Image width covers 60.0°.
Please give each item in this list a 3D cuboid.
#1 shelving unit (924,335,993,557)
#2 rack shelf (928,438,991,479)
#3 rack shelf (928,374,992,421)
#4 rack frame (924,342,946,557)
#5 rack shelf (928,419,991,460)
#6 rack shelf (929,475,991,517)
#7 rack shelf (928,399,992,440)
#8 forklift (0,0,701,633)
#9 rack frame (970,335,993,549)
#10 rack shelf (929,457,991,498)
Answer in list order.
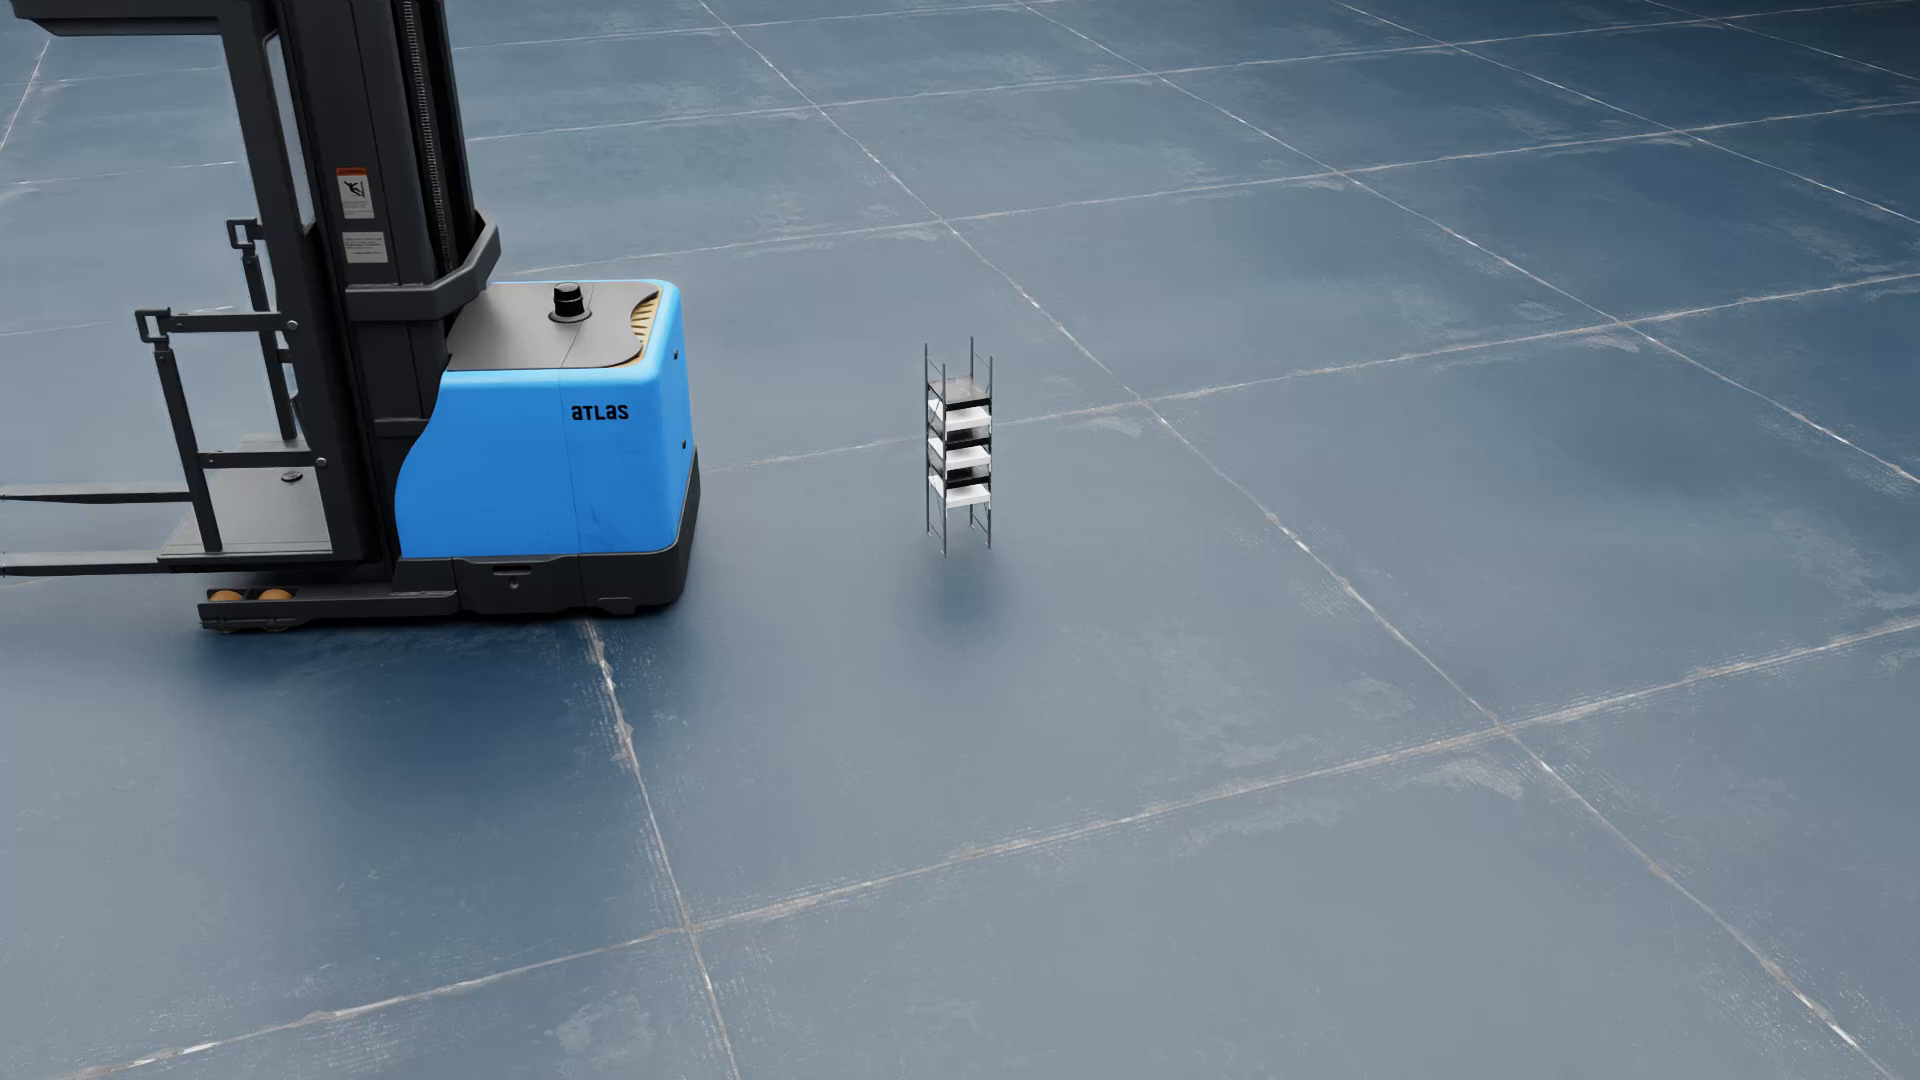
[{"bbox_3d":[-0.008,-0.390,7.025,0.210,0.900,0.258,-10,31,-18],"label":"shelving unit"},{"bbox_3d":[-0.008,-0.361,7.041,0.200,0.077,0.258,-10,31,-18],"label":"rack shelf"},{"bbox_3d":[-0.008,-0.595,6.908,0.200,0.077,0.258,-10,31,-18],"label":"rack shelf"},{"bbox_3d":[-0.103,-0.372,6.994,0.006,0.900,0.240,-10,31,-18],"label":"rack frame"},{"bbox_3d":[-0.008,-0.439,6.997,0.200,0.077,0.258,-10,31,-18],"label":"rack shelf"},{"bbox_3d":[-0.008,-0.204,7.130,0.200,0.077,0.258,-10,31,-18],"label":"rack shelf"},{"bbox_3d":[-0.008,-0.517,6.952,0.200,0.077,0.258,-10,31,-18],"label":"rack shelf"},{"bbox_3d":[-2.656,-1.174,6.349,3.031,2.935,1.130,-1,30,-3],"label":"forklift"},{"bbox_3d":[0.088,-0.407,7.056,0.006,0.900,0.240,-10,31,-18],"label":"rack frame"},{"bbox_3d":[-0.008,-0.282,7.086,0.200,0.077,0.258,-10,31,-18],"label":"rack shelf"}]
